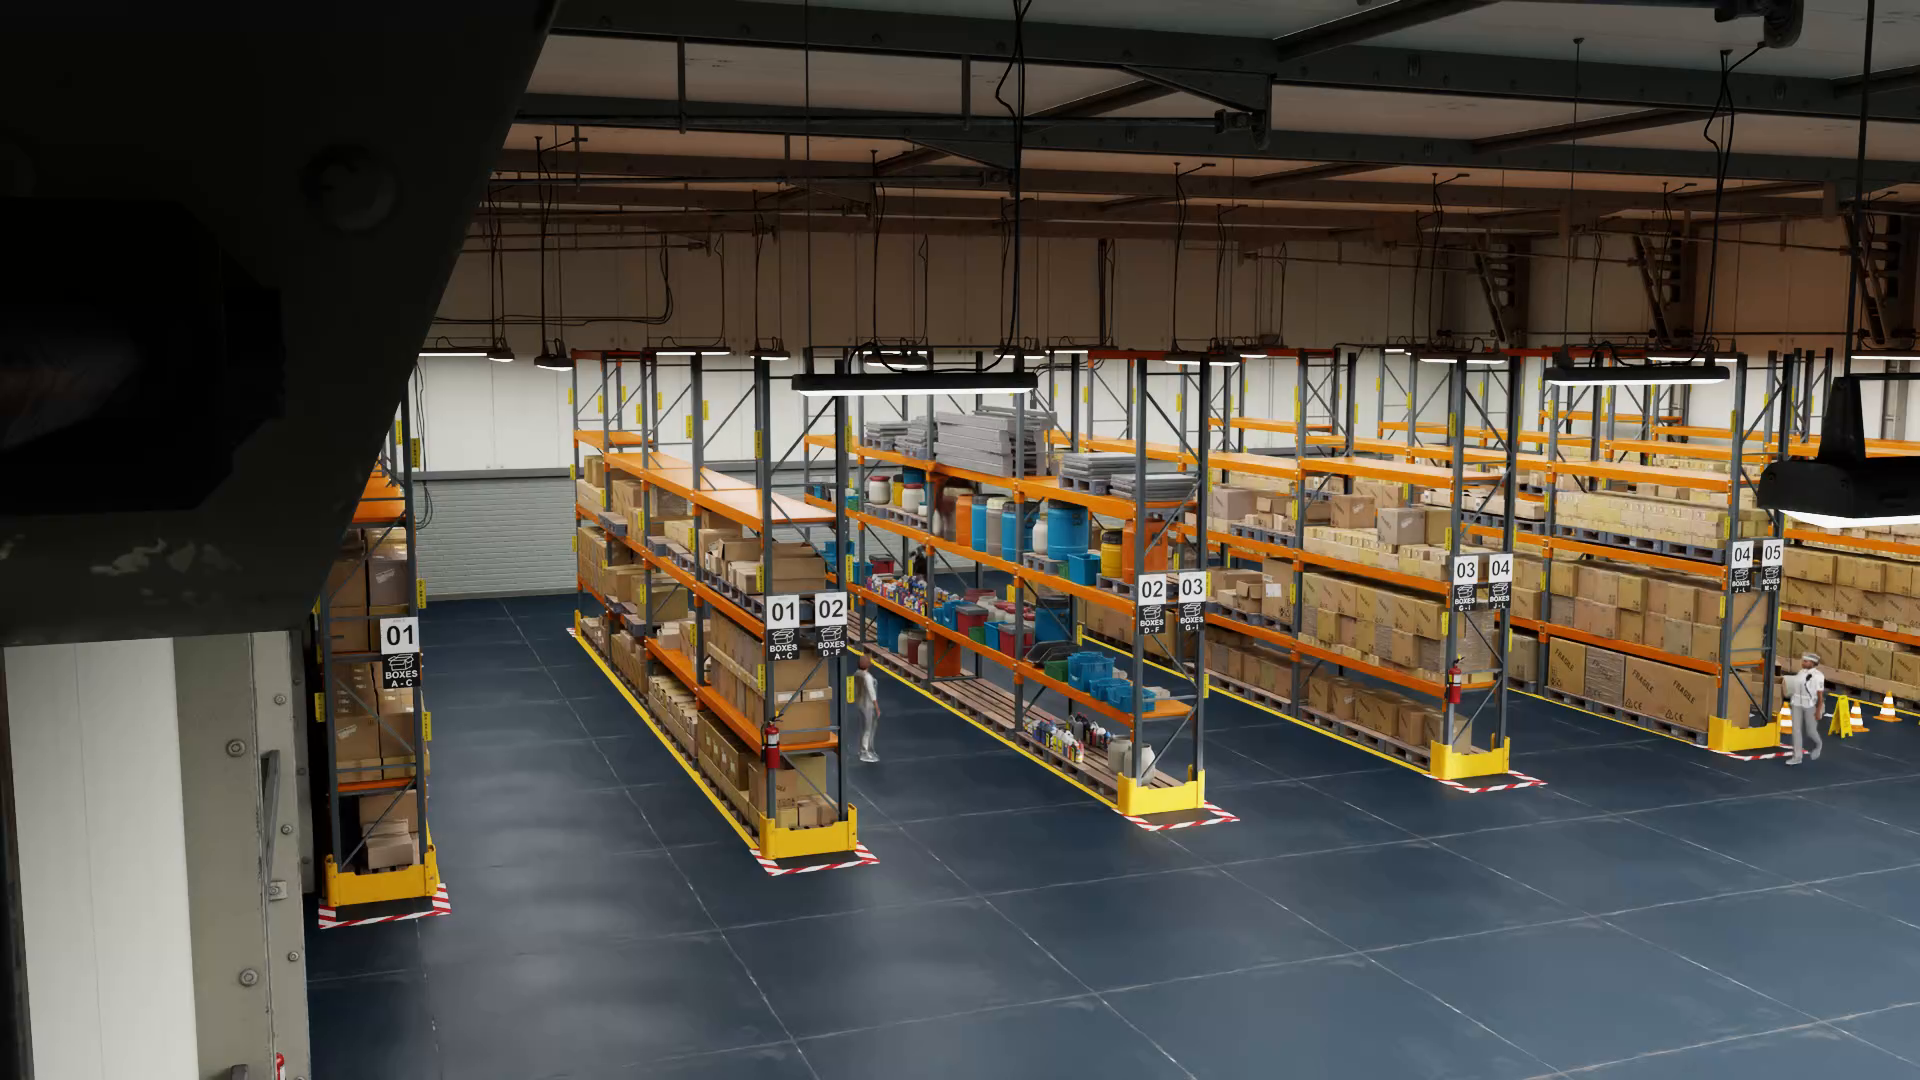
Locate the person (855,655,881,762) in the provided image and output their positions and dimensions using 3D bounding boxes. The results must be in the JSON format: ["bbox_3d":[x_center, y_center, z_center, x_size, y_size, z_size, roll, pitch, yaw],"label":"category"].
[{"bbox_3d":[-1.351,2.509,24.633,0.397,1.649,0.423,-1,7,-9],"label":"person"}]

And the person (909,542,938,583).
[{"bbox_3d":[-0.793,0.772,37.654,0.664,1.696,0.995,-3,8,-23],"label":"person"}]

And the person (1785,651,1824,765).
[{"bbox_3d":[12.453,2.457,24.435,0.594,1.673,0.455,-7,10,-45],"label":"person"}]
